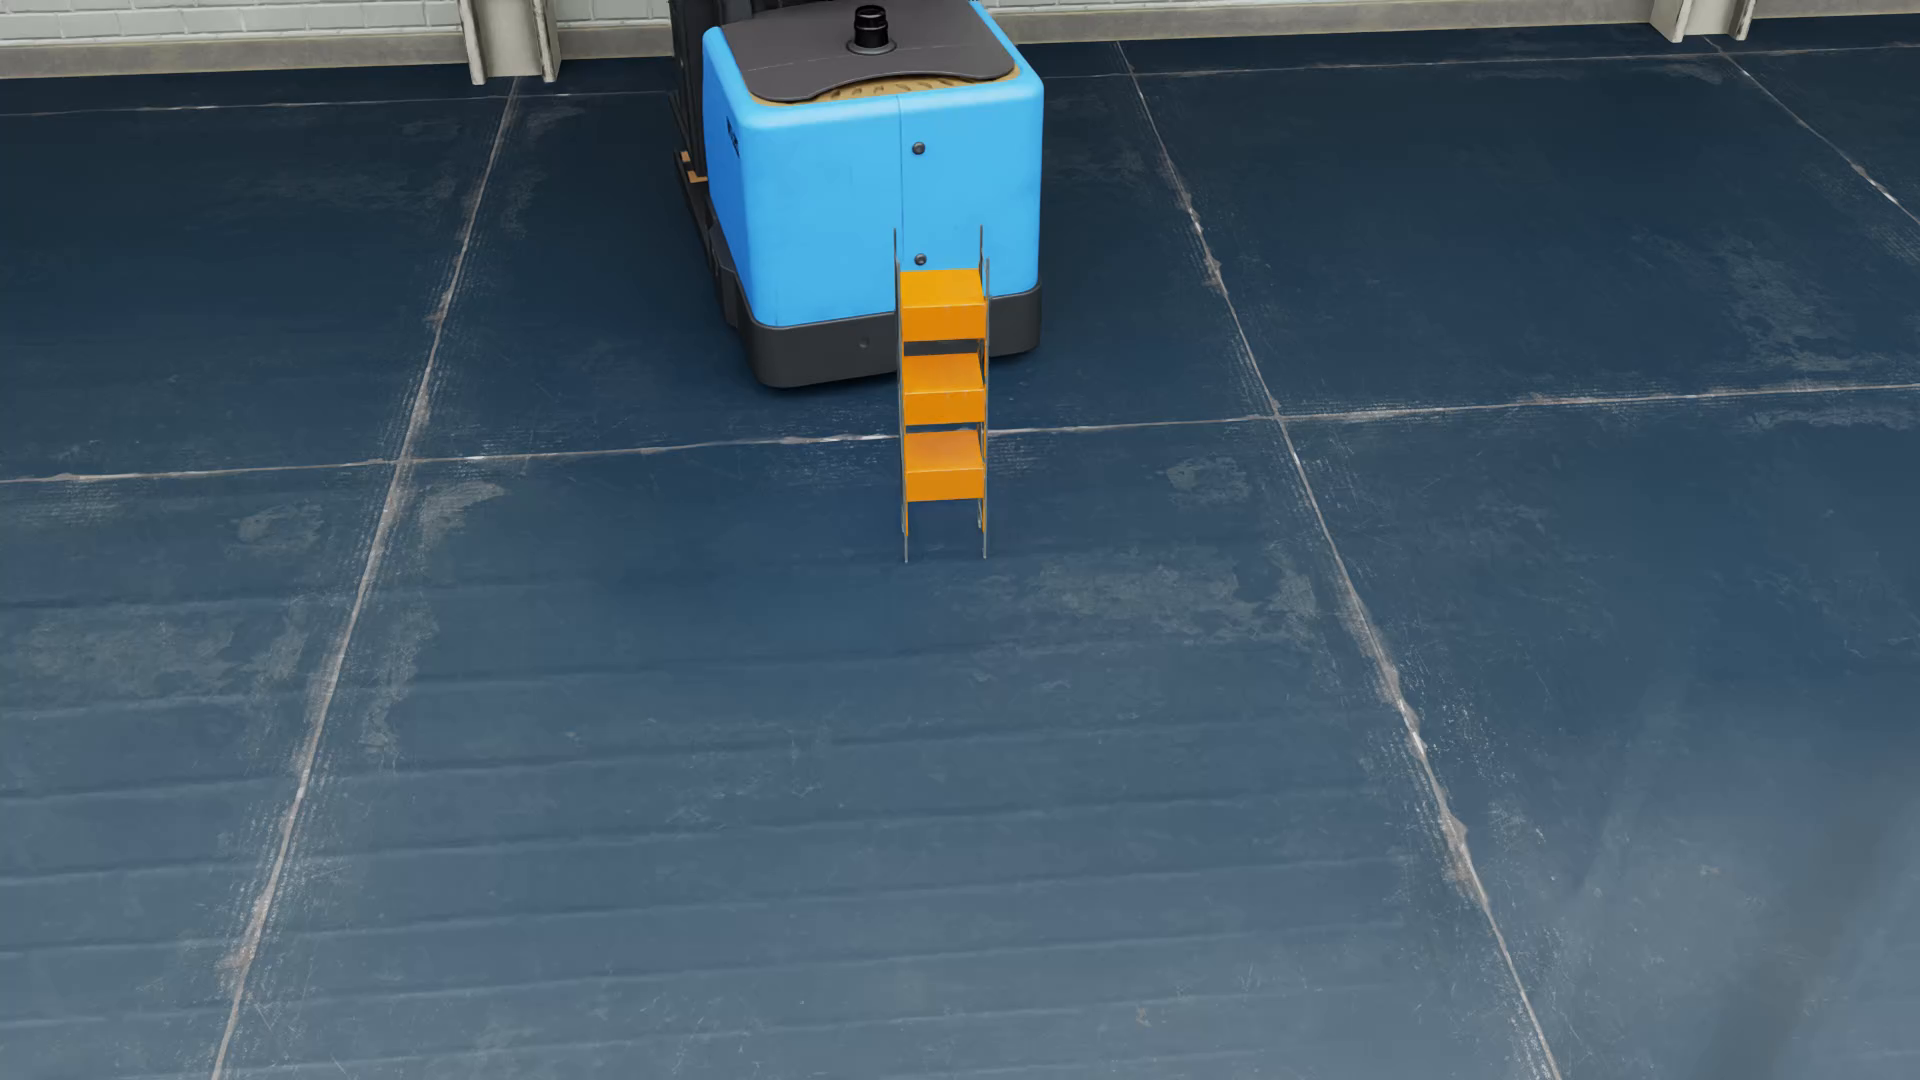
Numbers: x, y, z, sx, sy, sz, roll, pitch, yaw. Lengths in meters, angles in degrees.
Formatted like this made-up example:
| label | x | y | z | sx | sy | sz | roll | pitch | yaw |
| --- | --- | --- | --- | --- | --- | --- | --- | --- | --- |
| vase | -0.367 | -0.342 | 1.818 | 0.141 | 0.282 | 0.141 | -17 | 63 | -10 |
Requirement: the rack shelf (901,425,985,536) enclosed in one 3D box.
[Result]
| label | x | y | z | sx | sy | sz | roll | pitch | yaw |
| --- | --- | --- | --- | --- | --- | --- | --- | --- | --- |
| rack shelf | -0.053 | -0.183 | 5.100 | 0.240 | 0.259 | 0.215 | -3 | 38 | -4 |

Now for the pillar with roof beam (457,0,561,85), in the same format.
| label | x | y | z | sx | sy | sz | roll | pitch | yaw |
| --- | --- | --- | --- | --- | --- | --- | --- | --- | --- |
| pillar with roof beam | -1.792 | -3.185 | 2.021 | 0.400 | 9.000 | 9.100 | -3 | 38 | -4 |

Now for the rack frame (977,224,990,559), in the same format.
| label | x | y | z | sx | sy | sz | roll | pitch | yaw |
| --- | --- | --- | --- | --- | --- | --- | --- | --- | --- |
| rack frame | 0.068 | -0.416 | 4.930 | 0.008 | 1.050 | 0.200 | -3 | 38 | -4 |

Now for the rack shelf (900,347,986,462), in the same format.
| label | x | y | z | sx | sy | sz | roll | pitch | yaw |
| --- | --- | --- | --- | --- | --- | --- | --- | --- | --- |
| rack shelf | -0.053 | -0.401 | 4.928 | 0.240 | 0.259 | 0.215 | -3 | 38 | -4 |

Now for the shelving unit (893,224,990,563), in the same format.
| label | x | y | z | sx | sy | sz | roll | pitch | yaw |
| --- | --- | --- | --- | --- | --- | --- | --- | --- | --- |
| shelving unit | -0.053 | -0.409 | 4.921 | 0.252 | 1.050 | 0.215 | -3 | 38 | -4 |

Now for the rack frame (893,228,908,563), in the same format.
| label | x | y | z | sx | sy | sz | roll | pitch | yaw |
| --- | --- | --- | --- | --- | --- | --- | --- | --- | --- |
| rack frame | -0.175 | -0.403 | 4.913 | 0.008 | 1.050 | 0.200 | -3 | 38 | -4 |

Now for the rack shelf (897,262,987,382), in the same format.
| label | x | y | z | sx | sy | sz | roll | pitch | yaw |
| --- | --- | --- | --- | --- | --- | --- | --- | --- | --- |
| rack shelf | -0.053 | -0.624 | 4.752 | 0.240 | 0.259 | 0.215 | -3 | 38 | -4 |

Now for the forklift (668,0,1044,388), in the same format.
| label | x | y | z | sx | sy | sz | roll | pitch | yaw |
| --- | --- | --- | --- | --- | --- | --- | --- | --- | --- |
| forklift | -0.600 | -2.599 | 6.178 | 1.130 | 2.935 | 3.031 | -10 | 39 | -12 |

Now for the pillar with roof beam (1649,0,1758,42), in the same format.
| label | x | y | z | sx | sy | sz | roll | pitch | yaw |
| --- | --- | --- | --- | --- | --- | --- | --- | --- | --- |
| pillar with roof beam | 4.184 | -3.514 | 2.439 | 0.400 | 9.000 | 9.100 | -3 | 38 | -4 |
